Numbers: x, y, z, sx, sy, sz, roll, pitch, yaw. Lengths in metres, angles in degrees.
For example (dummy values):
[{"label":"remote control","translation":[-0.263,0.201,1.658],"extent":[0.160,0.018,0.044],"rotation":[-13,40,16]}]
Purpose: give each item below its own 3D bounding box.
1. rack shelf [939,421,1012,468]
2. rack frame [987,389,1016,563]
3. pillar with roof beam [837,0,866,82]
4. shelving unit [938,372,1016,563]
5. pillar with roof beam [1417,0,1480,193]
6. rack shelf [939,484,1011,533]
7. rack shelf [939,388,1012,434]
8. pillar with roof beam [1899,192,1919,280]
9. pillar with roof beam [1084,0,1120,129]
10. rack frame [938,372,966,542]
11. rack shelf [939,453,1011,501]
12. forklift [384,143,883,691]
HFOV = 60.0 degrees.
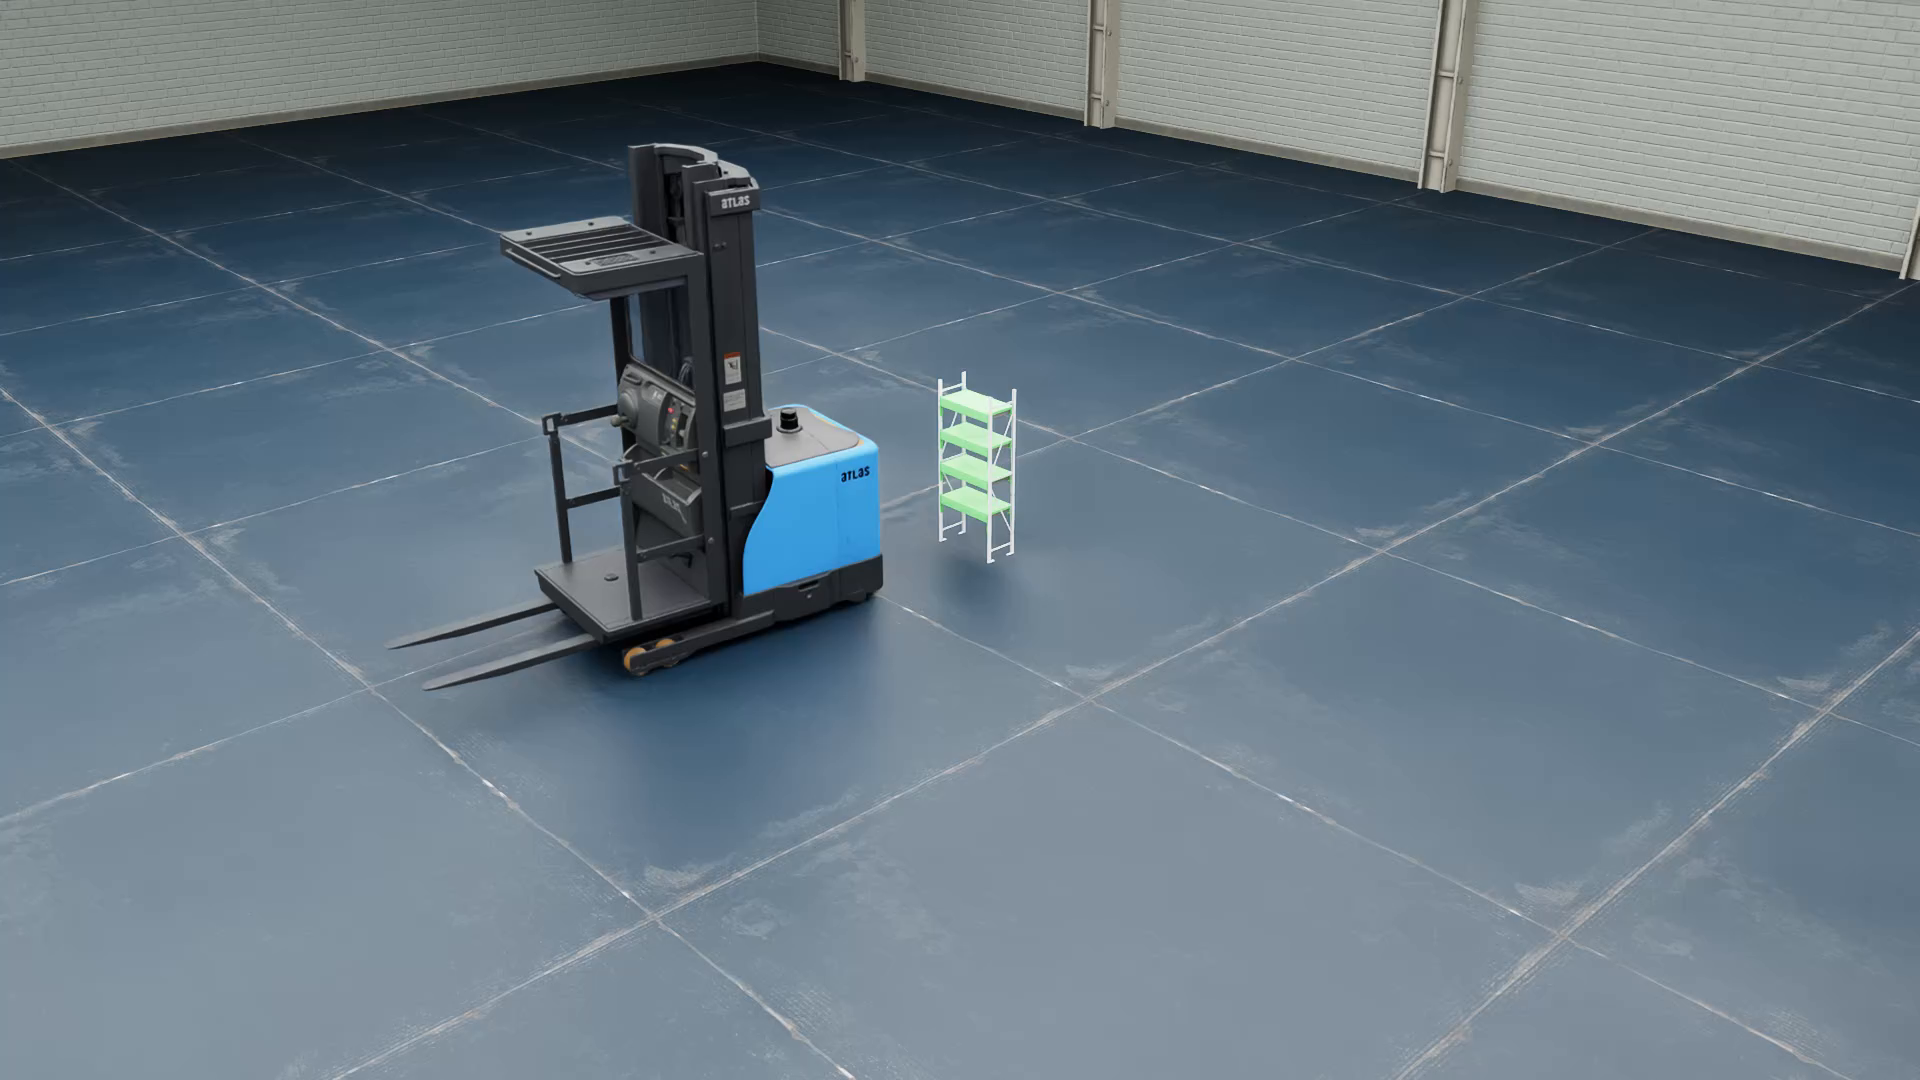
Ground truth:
[{"label":"rack shelf","translation":[0.113,-0.656,11.318],"extent":[0.258,0.148,0.480],"rotation":[-21,32,-38]},{"label":"rack frame","translation":[0.280,-0.422,11.229],"extent":[0.240,1.200,0.015],"rotation":[-21,32,-38]},{"label":"pillar with roof beam","translation":[-5.068,-11.134,25.315],"extent":[9.100,9.000,0.400],"rotation":[-21,32,-38]},{"label":"shelving unit","translation":[0.113,-0.496,11.391],"extent":[0.258,1.200,0.503],"rotation":[-21,32,-38]},{"label":"pillar with roof beam","translation":[3.134,-7.499,17.345],"extent":[9.100,9.000,0.400],"rotation":[-21,32,-38]},{"label":"rack shelf","translation":[0.113,-0.219,11.517],"extent":[0.258,0.148,0.480],"rotation":[-21,32,-38]},{"label":"rack shelf","translation":[0.113,-0.874,11.218],"extent":[0.258,0.148,0.480],"rotation":[-21,32,-38]},{"label":"pillar with roof beam","translation":[7.235,-5.681,13.360],"extent":[9.100,9.000,0.400],"rotation":[-21,32,-38]},{"label":"pillar with roof beam","translation":[-0.967,-9.316,21.330],"extent":[9.100,9.000,0.400],"rotation":[-21,32,-38]},{"label":"rack frame","translation":[-0.054,-0.570,11.553],"extent":[0.240,1.200,0.015],"rotation":[-21,32,-38]},{"label":"rack shelf","translation":[0.113,-0.438,11.418],"extent":[0.258,0.148,0.480],"rotation":[-21,32,-38]},{"label":"forklift","translation":[-1.993,-0.768,9.902],"extent":[3.031,2.935,1.130],"rotation":[-17,29,-33]}]
